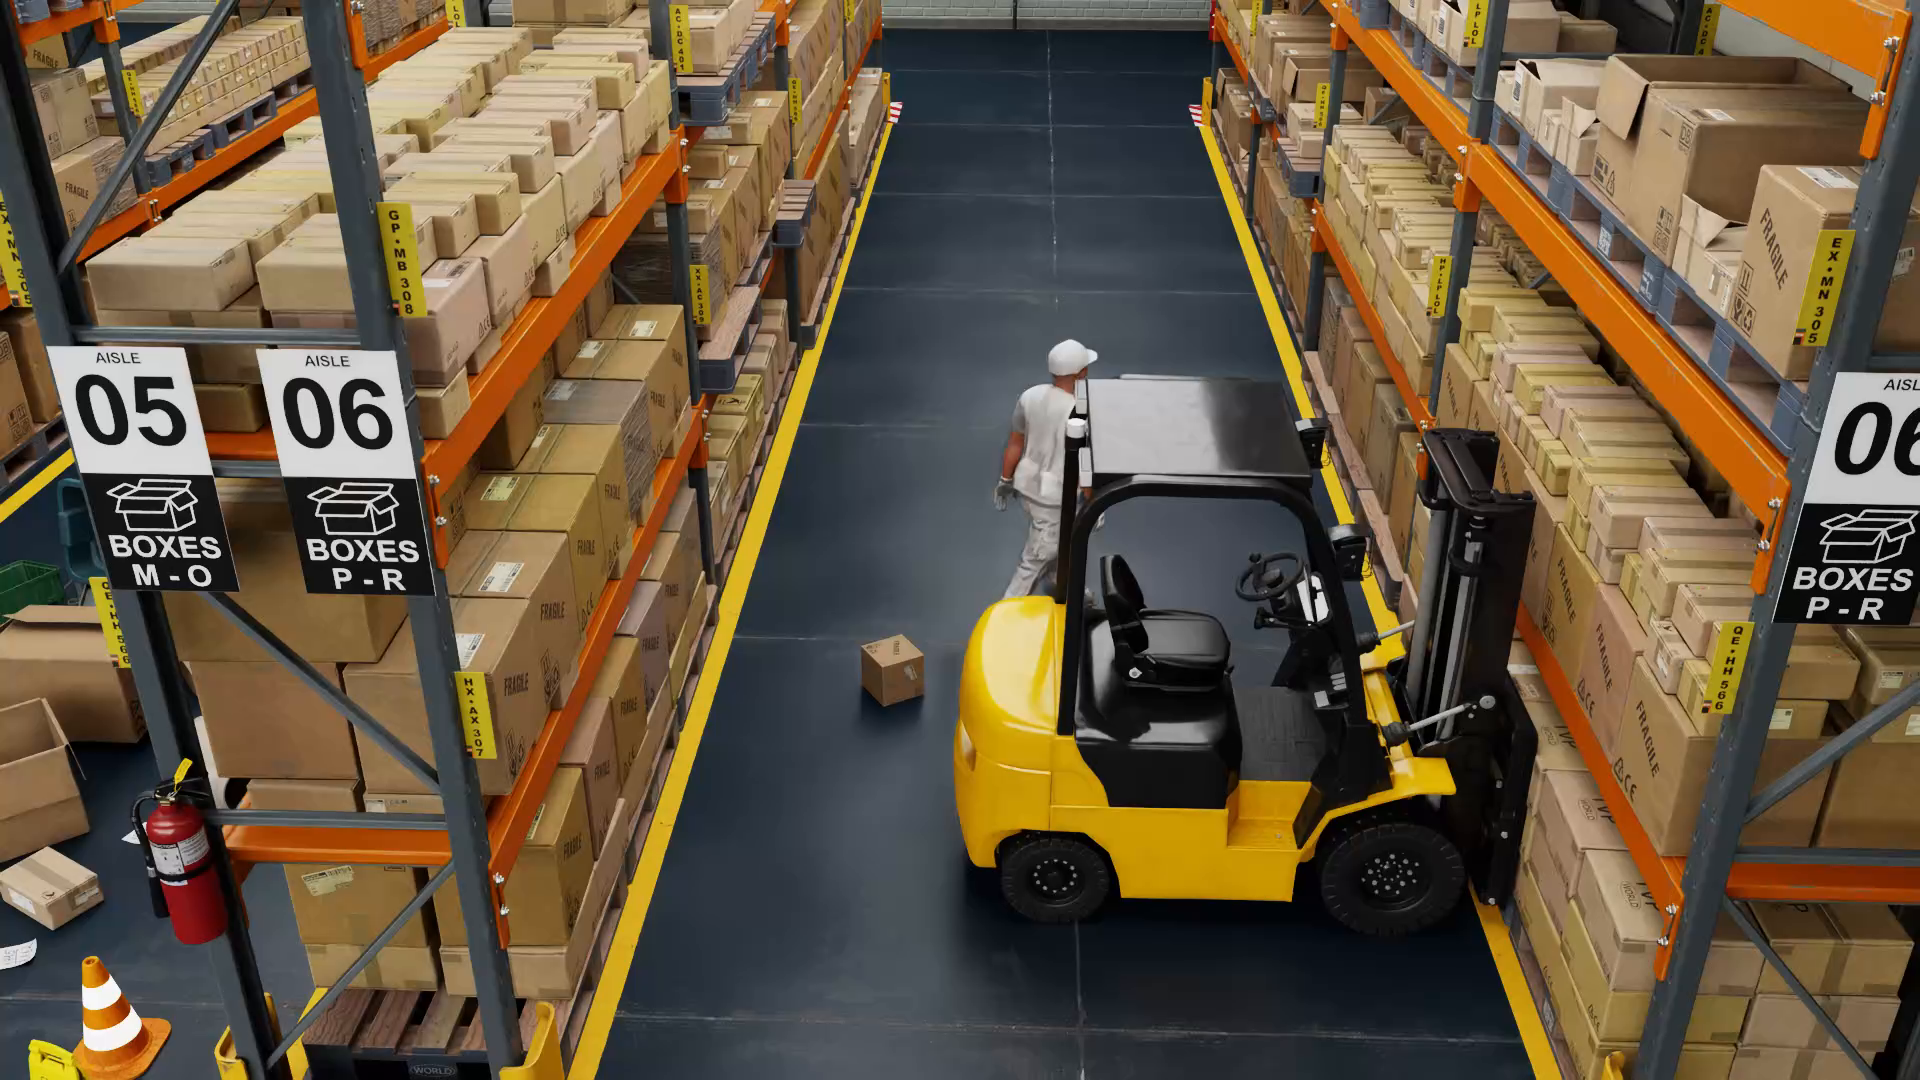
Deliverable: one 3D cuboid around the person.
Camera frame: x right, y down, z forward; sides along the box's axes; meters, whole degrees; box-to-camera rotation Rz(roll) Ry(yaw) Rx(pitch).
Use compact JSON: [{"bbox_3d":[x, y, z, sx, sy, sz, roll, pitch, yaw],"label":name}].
[{"bbox_3d":[0.538,-0.256,9.075,0.871,1.759,0.579,-19,33,-31],"label":"person"}]
